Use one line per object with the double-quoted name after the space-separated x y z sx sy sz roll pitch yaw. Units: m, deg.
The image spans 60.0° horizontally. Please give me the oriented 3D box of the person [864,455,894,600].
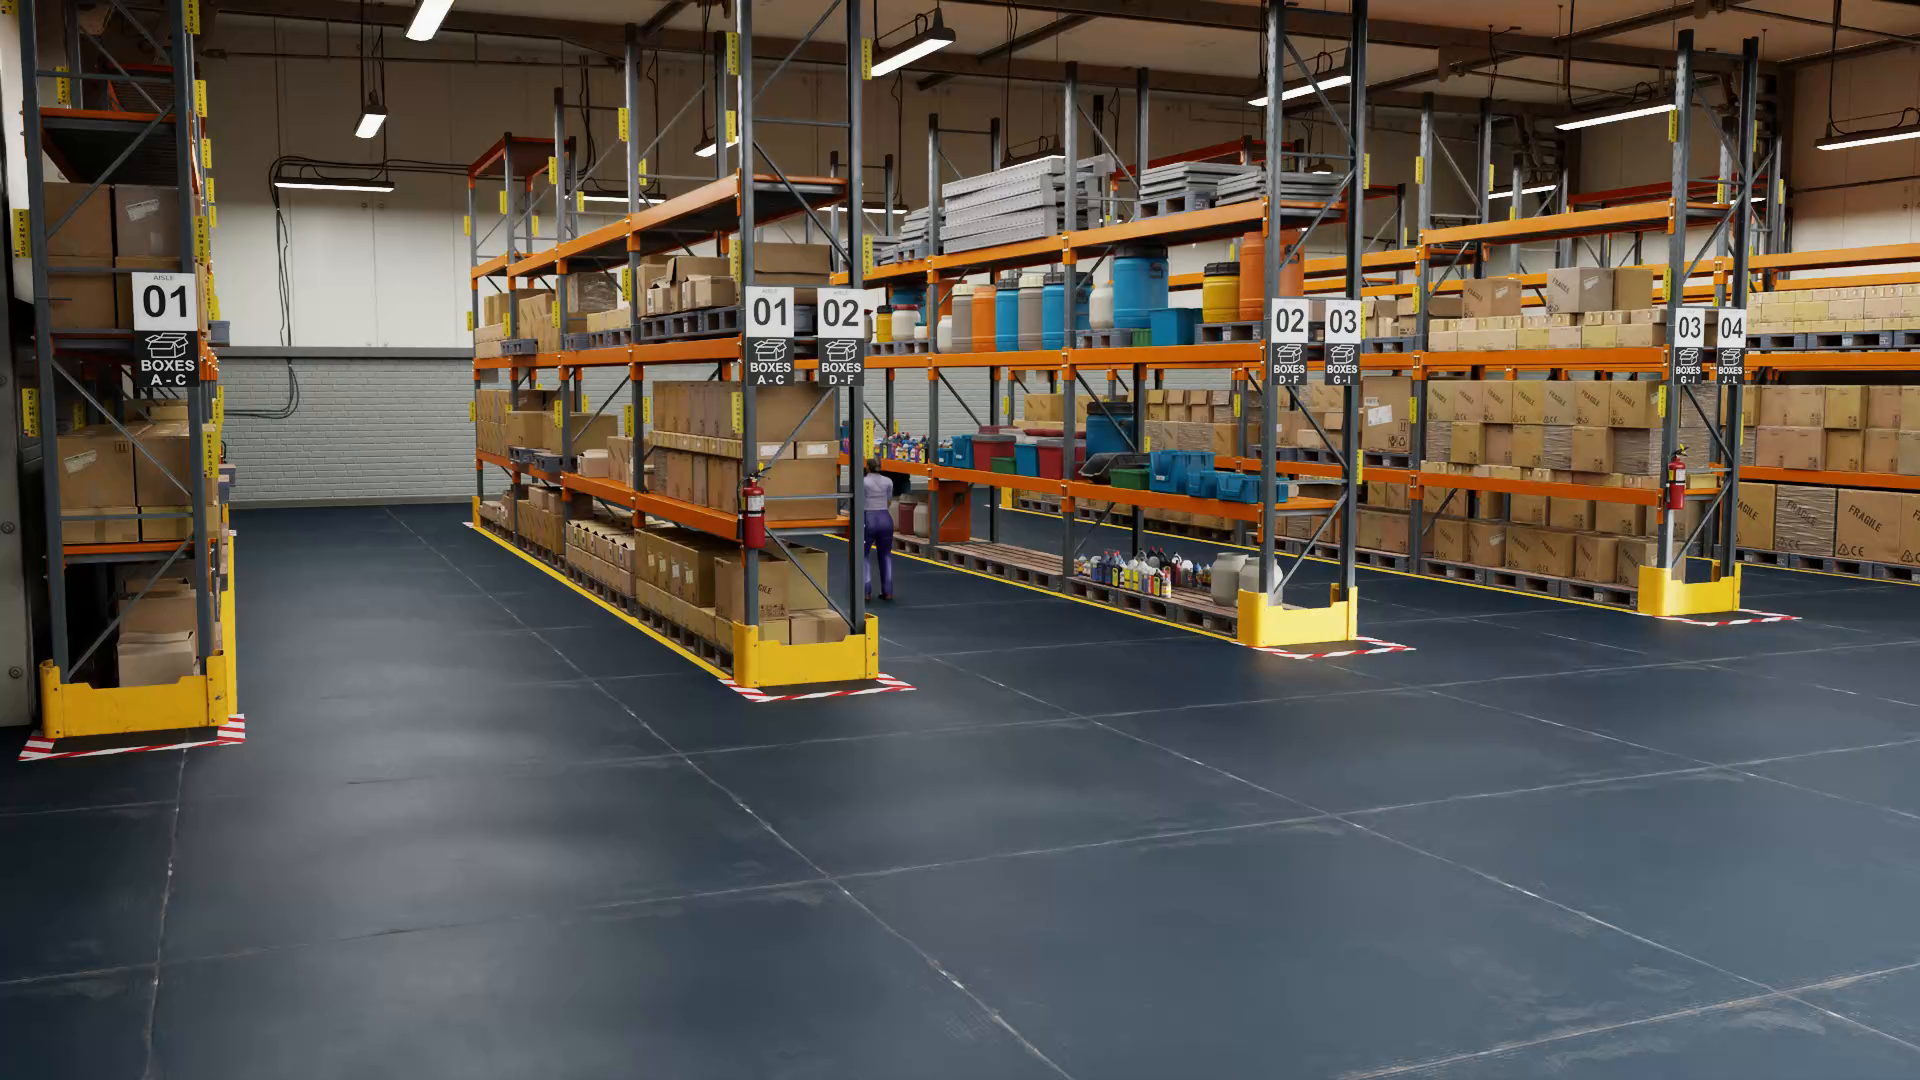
-0.995 -0.147 18.671 0.453 1.636 0.524 -2 6 -23 "person"
